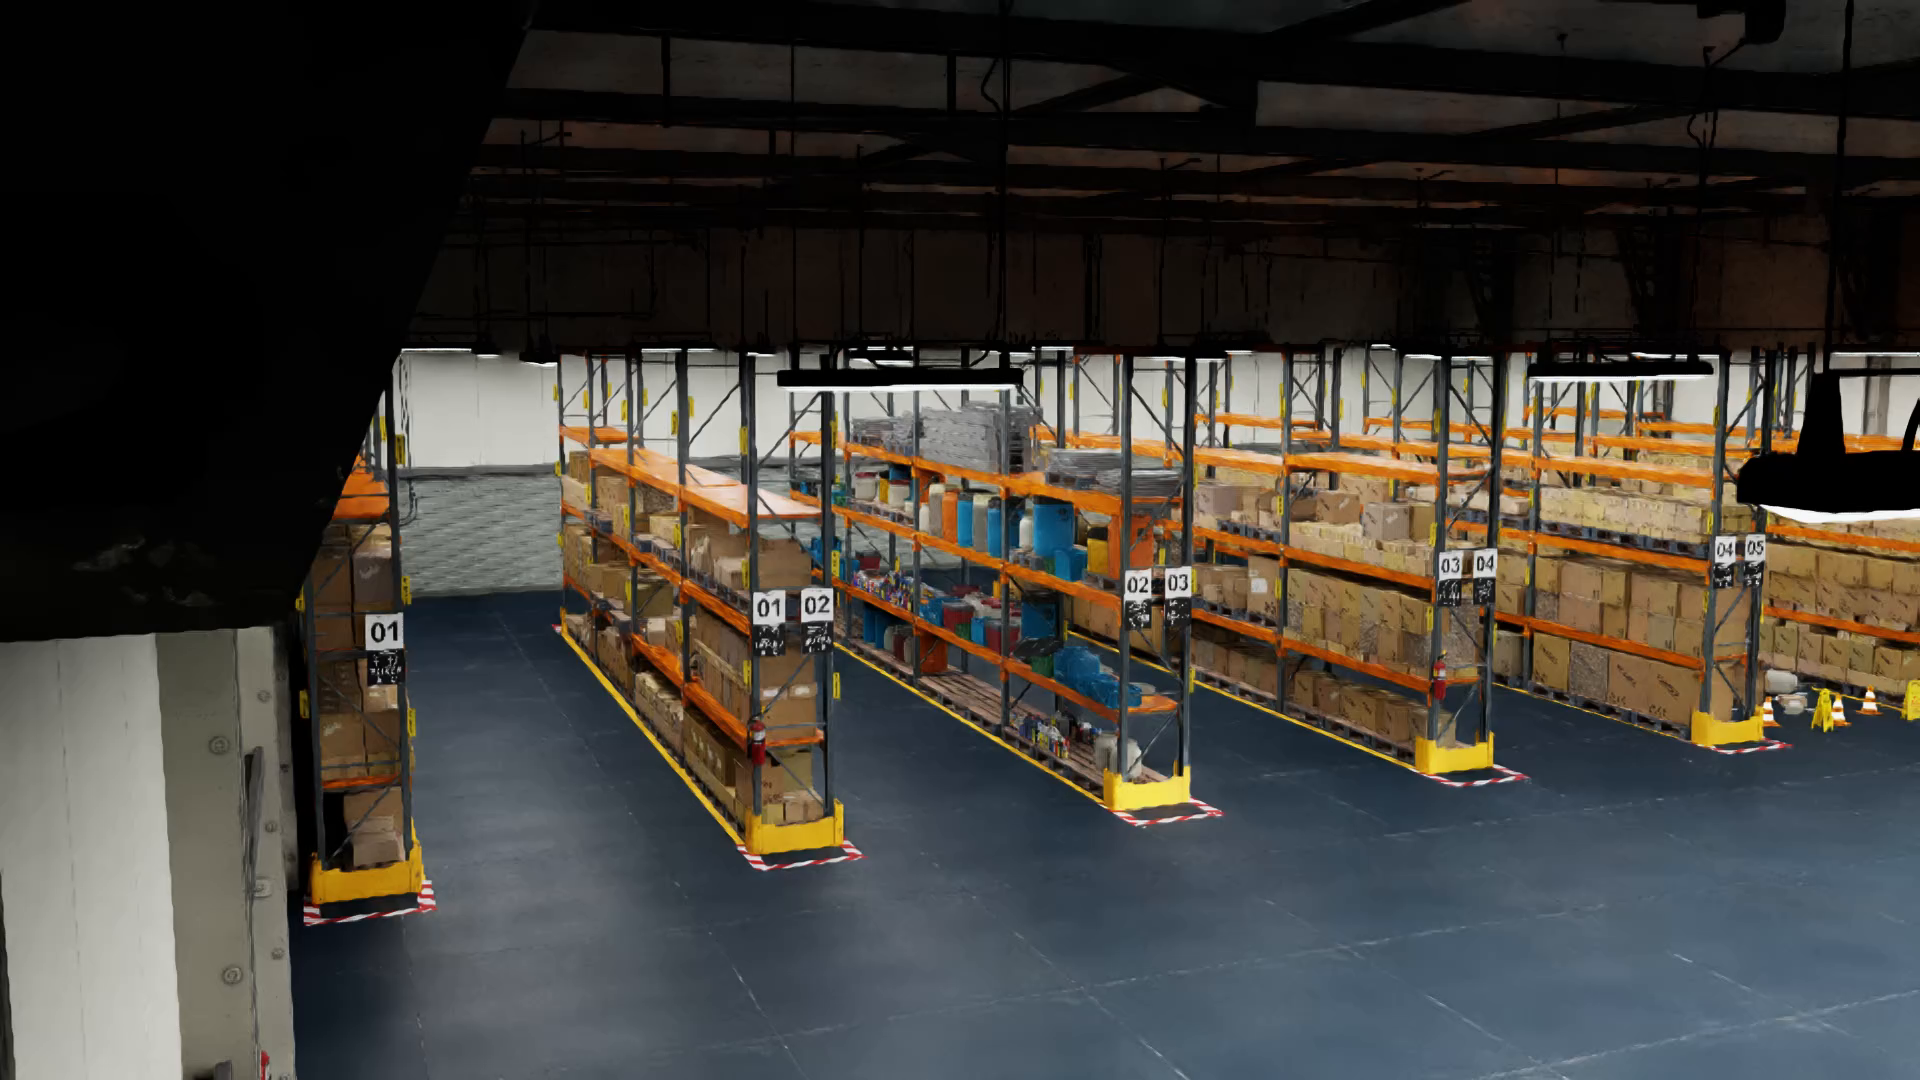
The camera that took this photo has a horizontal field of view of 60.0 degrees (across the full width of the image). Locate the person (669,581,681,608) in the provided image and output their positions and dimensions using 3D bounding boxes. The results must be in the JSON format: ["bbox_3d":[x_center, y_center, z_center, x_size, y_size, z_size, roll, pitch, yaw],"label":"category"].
[{"bbox_3d":[-5.995,1.093,34.942,0.445,1.590,1.110,-2,8,-19],"label":"person"}]

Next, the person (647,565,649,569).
[{"bbox_3d":[-7.541,0.476,39.107,0.467,1.772,0.714,2,7,14],"label":"person"}]
